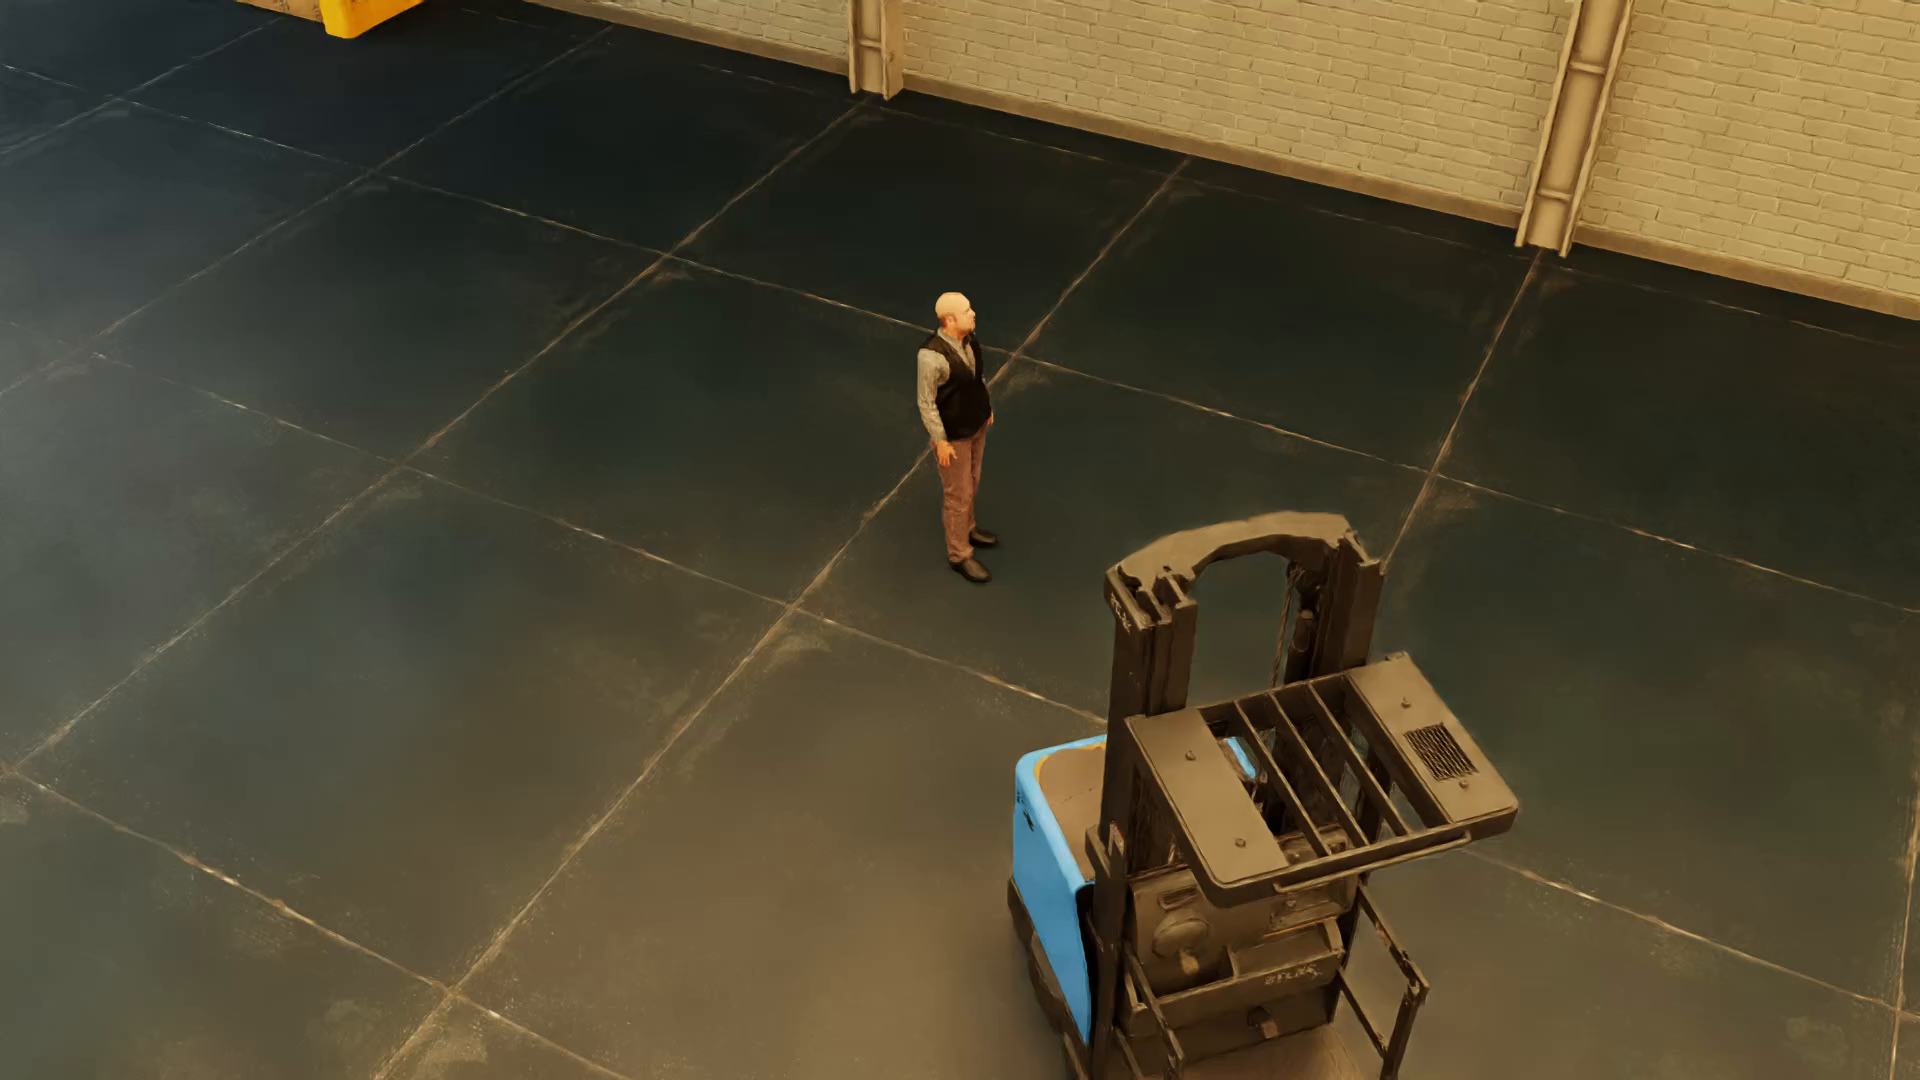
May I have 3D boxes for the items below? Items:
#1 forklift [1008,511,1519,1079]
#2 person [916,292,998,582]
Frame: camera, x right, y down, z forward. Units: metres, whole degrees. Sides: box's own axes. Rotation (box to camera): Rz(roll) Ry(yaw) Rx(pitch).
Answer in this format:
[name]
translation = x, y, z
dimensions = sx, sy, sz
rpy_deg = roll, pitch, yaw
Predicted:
[forklift]
translation = 1.168, 1.473, 6.237
dimensions = 1.130, 2.935, 3.031
rpy_deg = -12, 41, -14
[person]
translation = 0.052, -0.641, 9.675
dimensions = 0.567, 1.720, 0.632
rpy_deg = 18, 43, 21
